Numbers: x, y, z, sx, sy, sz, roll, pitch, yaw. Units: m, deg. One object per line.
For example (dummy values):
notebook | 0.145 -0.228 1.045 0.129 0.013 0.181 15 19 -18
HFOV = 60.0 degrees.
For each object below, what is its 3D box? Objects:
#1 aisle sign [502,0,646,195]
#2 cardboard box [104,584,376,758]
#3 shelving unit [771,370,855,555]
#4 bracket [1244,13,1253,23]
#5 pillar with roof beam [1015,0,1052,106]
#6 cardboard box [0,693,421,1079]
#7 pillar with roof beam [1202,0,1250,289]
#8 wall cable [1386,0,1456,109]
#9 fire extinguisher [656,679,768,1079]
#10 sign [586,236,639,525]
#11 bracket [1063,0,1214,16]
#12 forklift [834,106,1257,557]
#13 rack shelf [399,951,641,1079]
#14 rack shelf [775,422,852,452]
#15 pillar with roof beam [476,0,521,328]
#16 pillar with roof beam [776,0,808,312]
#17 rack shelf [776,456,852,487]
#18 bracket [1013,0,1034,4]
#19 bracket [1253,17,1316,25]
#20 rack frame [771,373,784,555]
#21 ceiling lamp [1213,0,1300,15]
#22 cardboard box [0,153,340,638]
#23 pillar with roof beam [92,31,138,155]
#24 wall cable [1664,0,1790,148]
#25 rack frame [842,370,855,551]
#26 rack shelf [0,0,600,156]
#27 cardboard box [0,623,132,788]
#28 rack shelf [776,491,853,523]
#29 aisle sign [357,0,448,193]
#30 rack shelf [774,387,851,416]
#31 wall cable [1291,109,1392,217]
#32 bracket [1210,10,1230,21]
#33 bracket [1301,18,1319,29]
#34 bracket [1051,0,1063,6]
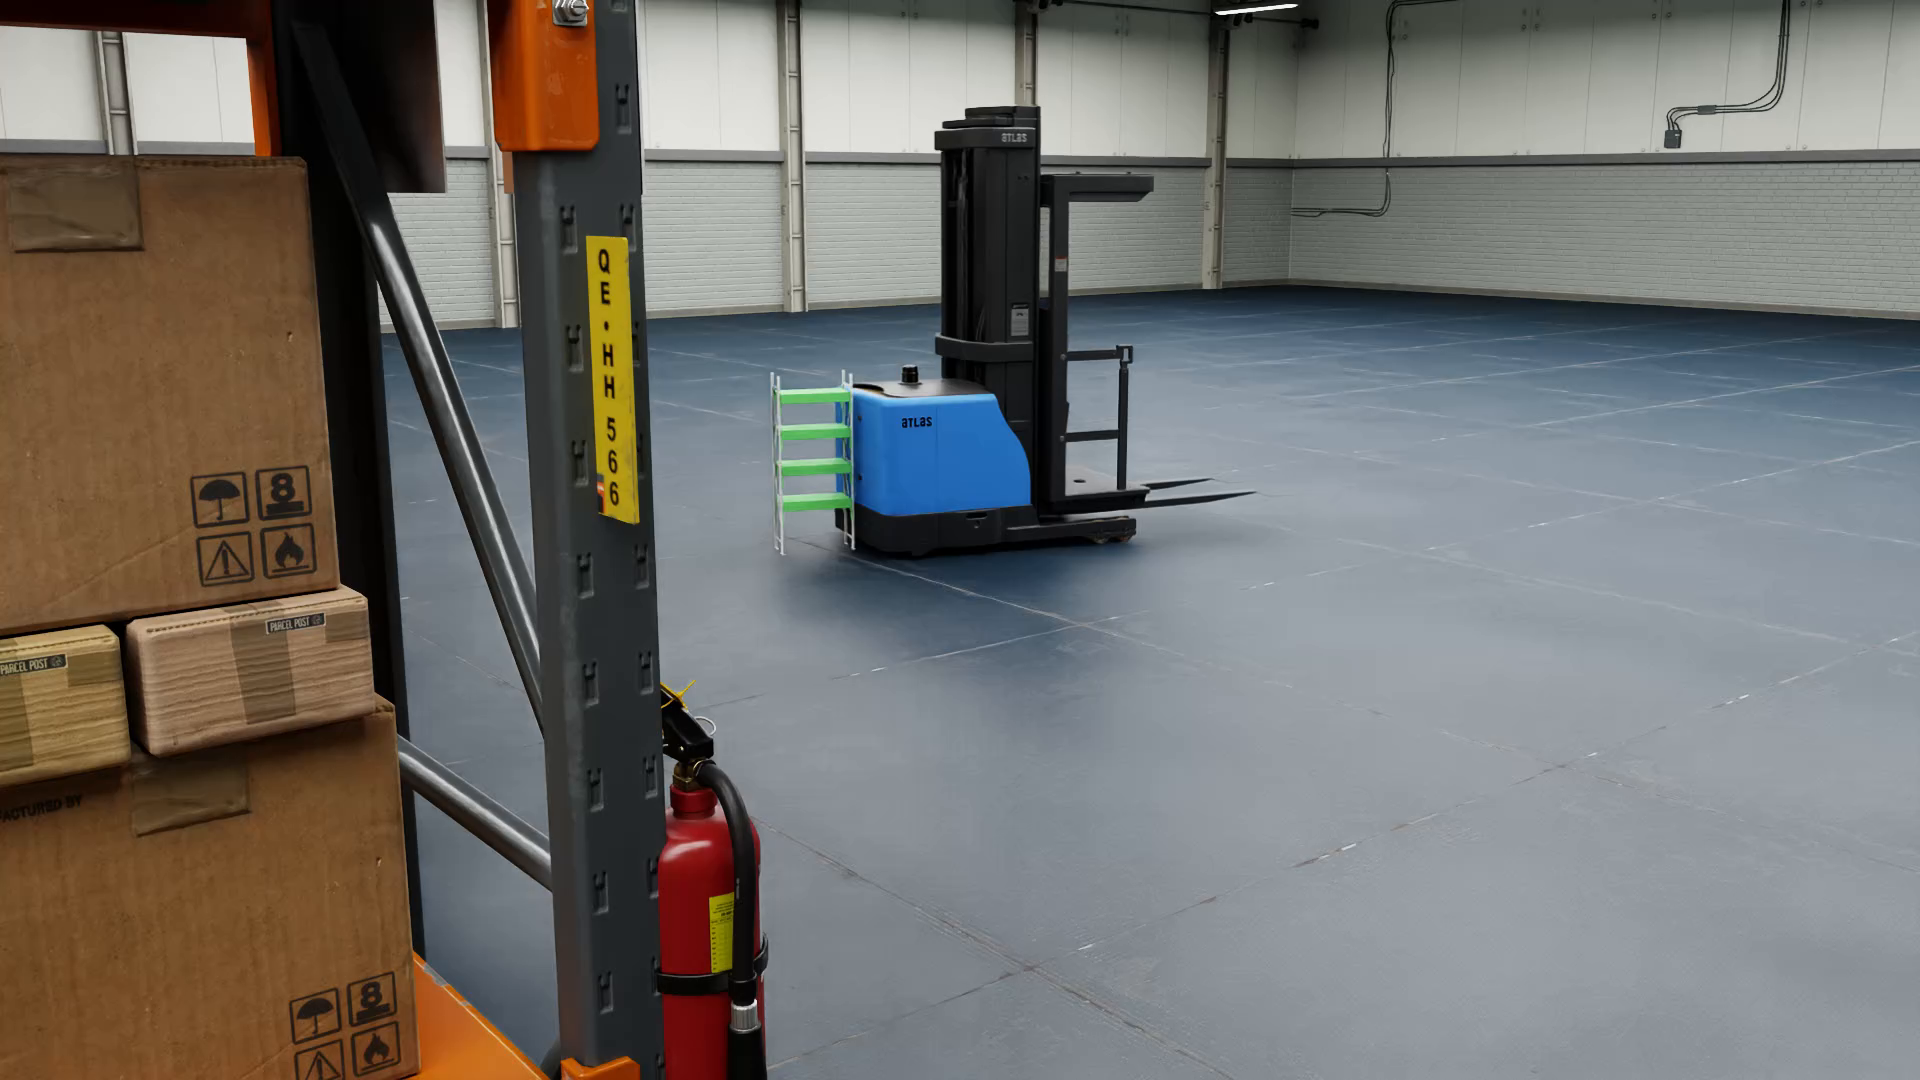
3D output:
aisle sign | -0.496 -0.824 2.031 0.004 0.787 0.394 -9 15 -38
cardboard box | -0.910 0.122 2.029 0.250 0.149 0.380 -10 15 -39
shelving unit | -0.990 -0.523 11.203 0.503 1.200 0.258 -4 12 -17
bracket | 6.654 -12.251 38.994 0.430 0.232 0.235 -9 15 -38
pillar with roof beam | 4.113 -9.017 32.431 0.548 9.000 9.100 -9 15 -38
cardboard box | -1.103 0.418 2.200 0.500 0.500 0.700 -9 15 -38
pillar with roof beam | 8.798 -9.796 36.097 0.548 9.000 9.100 -9 15 -38
wall cable | 10.925 -11.175 37.907 0.112 2.526 3.097 -9 15 -38
fire extinguisher | -0.348 0.506 2.211 0.183 0.674 0.296 -9 15 -38
sign | -0.402 -0.184 1.918 0.005 0.325 0.100 -9 15 -38
bracket | 3.994 -11.809 36.912 4.783 0.066 0.076 -9 15 -38
forklift | 0.677 -1.506 11.664 3.031 2.935 1.130 -5 13 -24
rack shelf | -2.292 1.019 1.338 4.000 0.370 1.077 -9 15 -38
rack shelf | -0.991 -0.696 11.167 0.480 0.148 0.258 -4 12 -17
pillar with roof beam | -5.258 -7.460 25.098 0.400 9.000 9.100 -9 15 -38
pillar with roof beam | -0.573 -8.239 28.764 0.400 9.000 9.100 -9 15 -38
rack shelf | -0.990 -0.461 11.216 0.480 0.148 0.258 -4 12 -17
bracket | 1.321 -11.365 34.820 0.430 0.232 0.235 -9 15 -38
bracket | 8.044 -12.482 40.081 3.189 0.066 0.076 -9 15 -38
rack frame | -1.224 -0.508 11.133 0.015 1.200 0.240 -4 12 -17
ceiling lamp | 6.058 -12.078 32.790 0.800 3.185 2.000 -9 15 -38
cardboard box | -1.144 -0.210 2.033 0.500 0.500 0.700 -9 15 -37
pillar with roof beam | -9.943 -6.682 21.431 0.400 9.000 9.100 -9 15 -38
wall cable | 15.153 -10.784 32.561 0.169 6.003 2.305 -9 15 -38
rack frame | -0.757 -0.538 11.273 0.015 1.200 0.240 -4 12 -17
rack shelf | -2.292 -0.448 1.027 4.000 0.370 1.077 -9 15 -38
cardboard box | -1.113 0.157 1.868 0.250 0.149 0.380 -9 15 -36
rack shelf | -0.990 -0.226 11.266 0.480 0.148 0.258 -4 12 -17
aisle sign | -0.870 -0.922 2.490 0.004 0.787 0.394 -9 15 -38
rack shelf | -0.991 -0.930 11.117 0.480 0.148 0.258 -4 12 -17
wall cable | 9.235 -9.143 40.498 0.112 2.526 3.097 -9 15 -38
bracket | 6.006 -12.144 38.487 0.430 0.232 0.235 -9 15 -38
bracket | 8.505 -12.559 40.442 0.430 0.232 0.235 -9 15 -38
bracket | 1.969 -11.473 35.328 0.430 0.232 0.235 -9 15 -38
